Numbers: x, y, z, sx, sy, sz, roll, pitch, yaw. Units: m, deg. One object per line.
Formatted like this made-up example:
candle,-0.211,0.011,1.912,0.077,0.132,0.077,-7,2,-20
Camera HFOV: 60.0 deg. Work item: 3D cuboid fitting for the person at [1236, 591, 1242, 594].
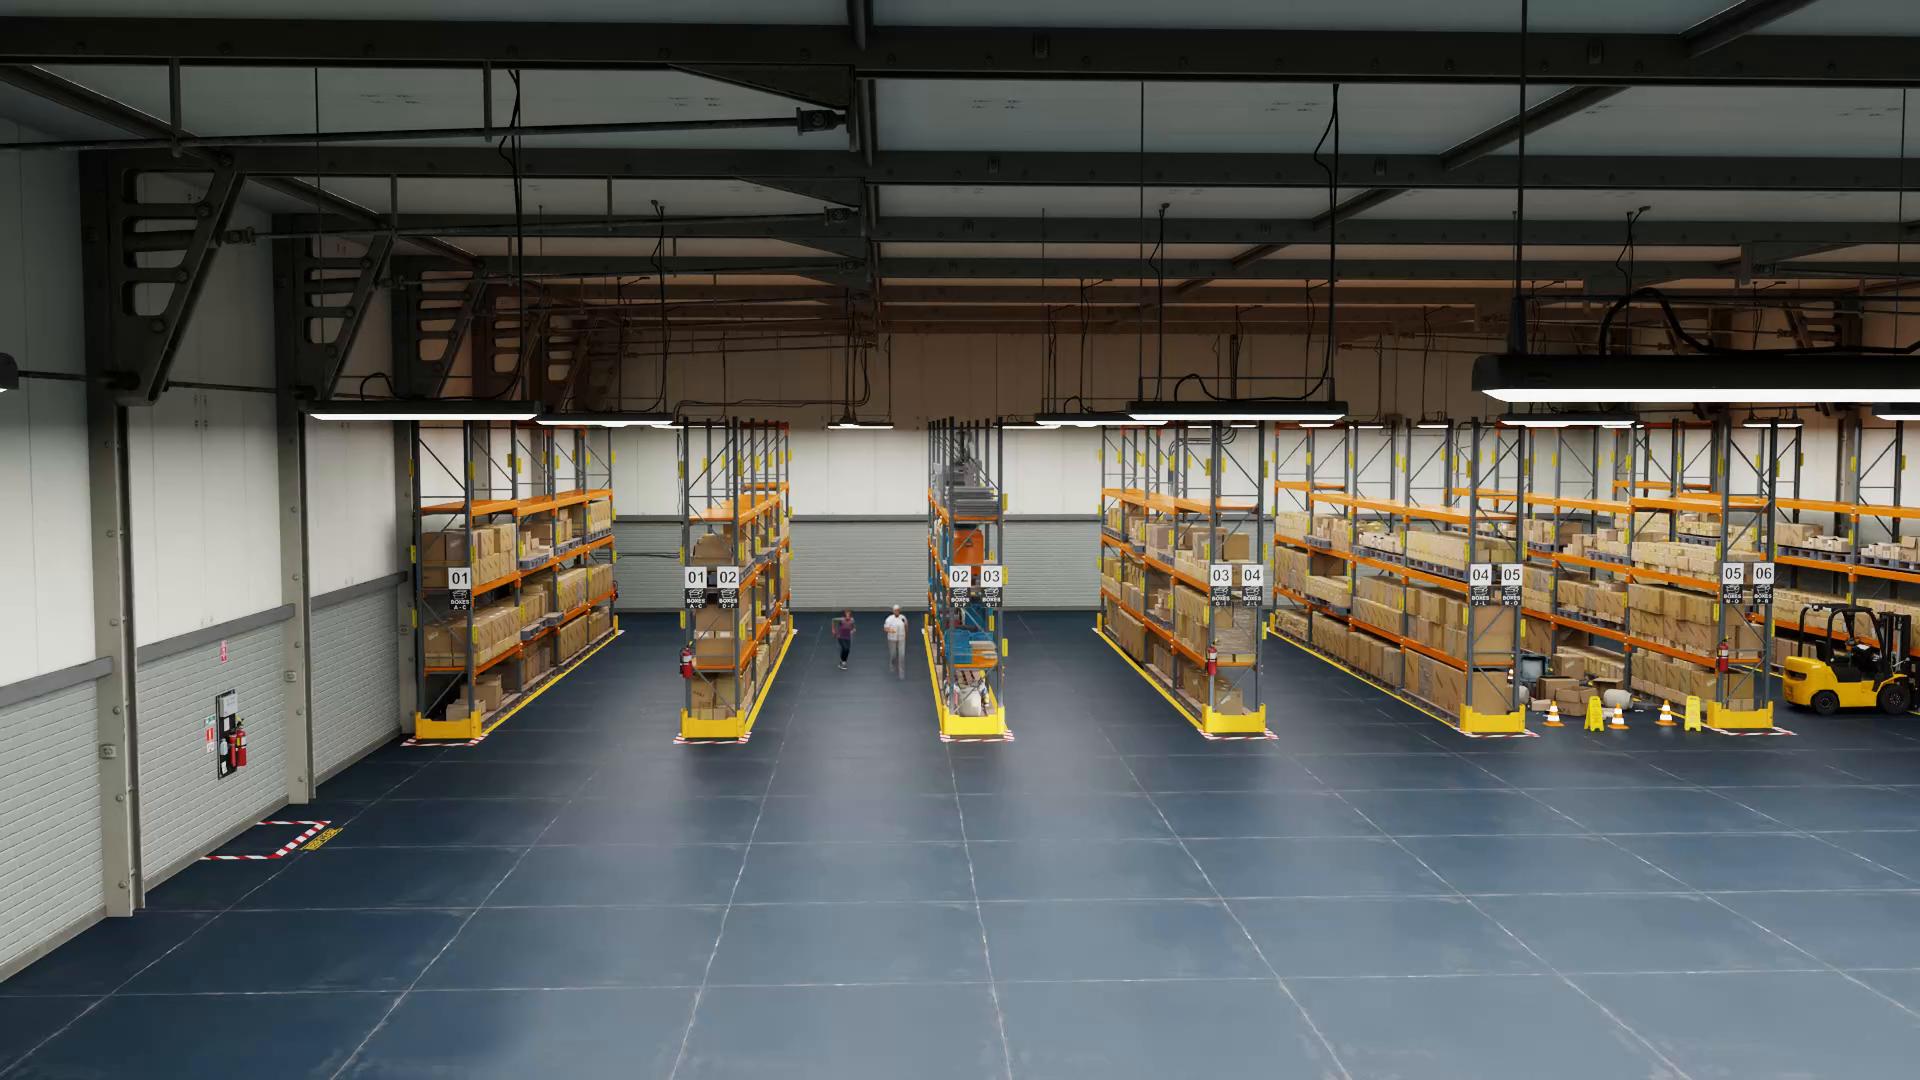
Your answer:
person,7.792,1.831,46.489,0.700,1.745,0.695,0,4,-1

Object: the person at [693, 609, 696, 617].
person,-6.660,2.047,43.380,0.663,1.745,0.929,0,4,-6

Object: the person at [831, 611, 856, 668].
person,-2.794,2.388,39.897,0.568,1.436,0.868,-1,4,-19

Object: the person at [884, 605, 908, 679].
person,-1.479,2.355,38.831,0.604,1.686,0.924,-1,4,-10
